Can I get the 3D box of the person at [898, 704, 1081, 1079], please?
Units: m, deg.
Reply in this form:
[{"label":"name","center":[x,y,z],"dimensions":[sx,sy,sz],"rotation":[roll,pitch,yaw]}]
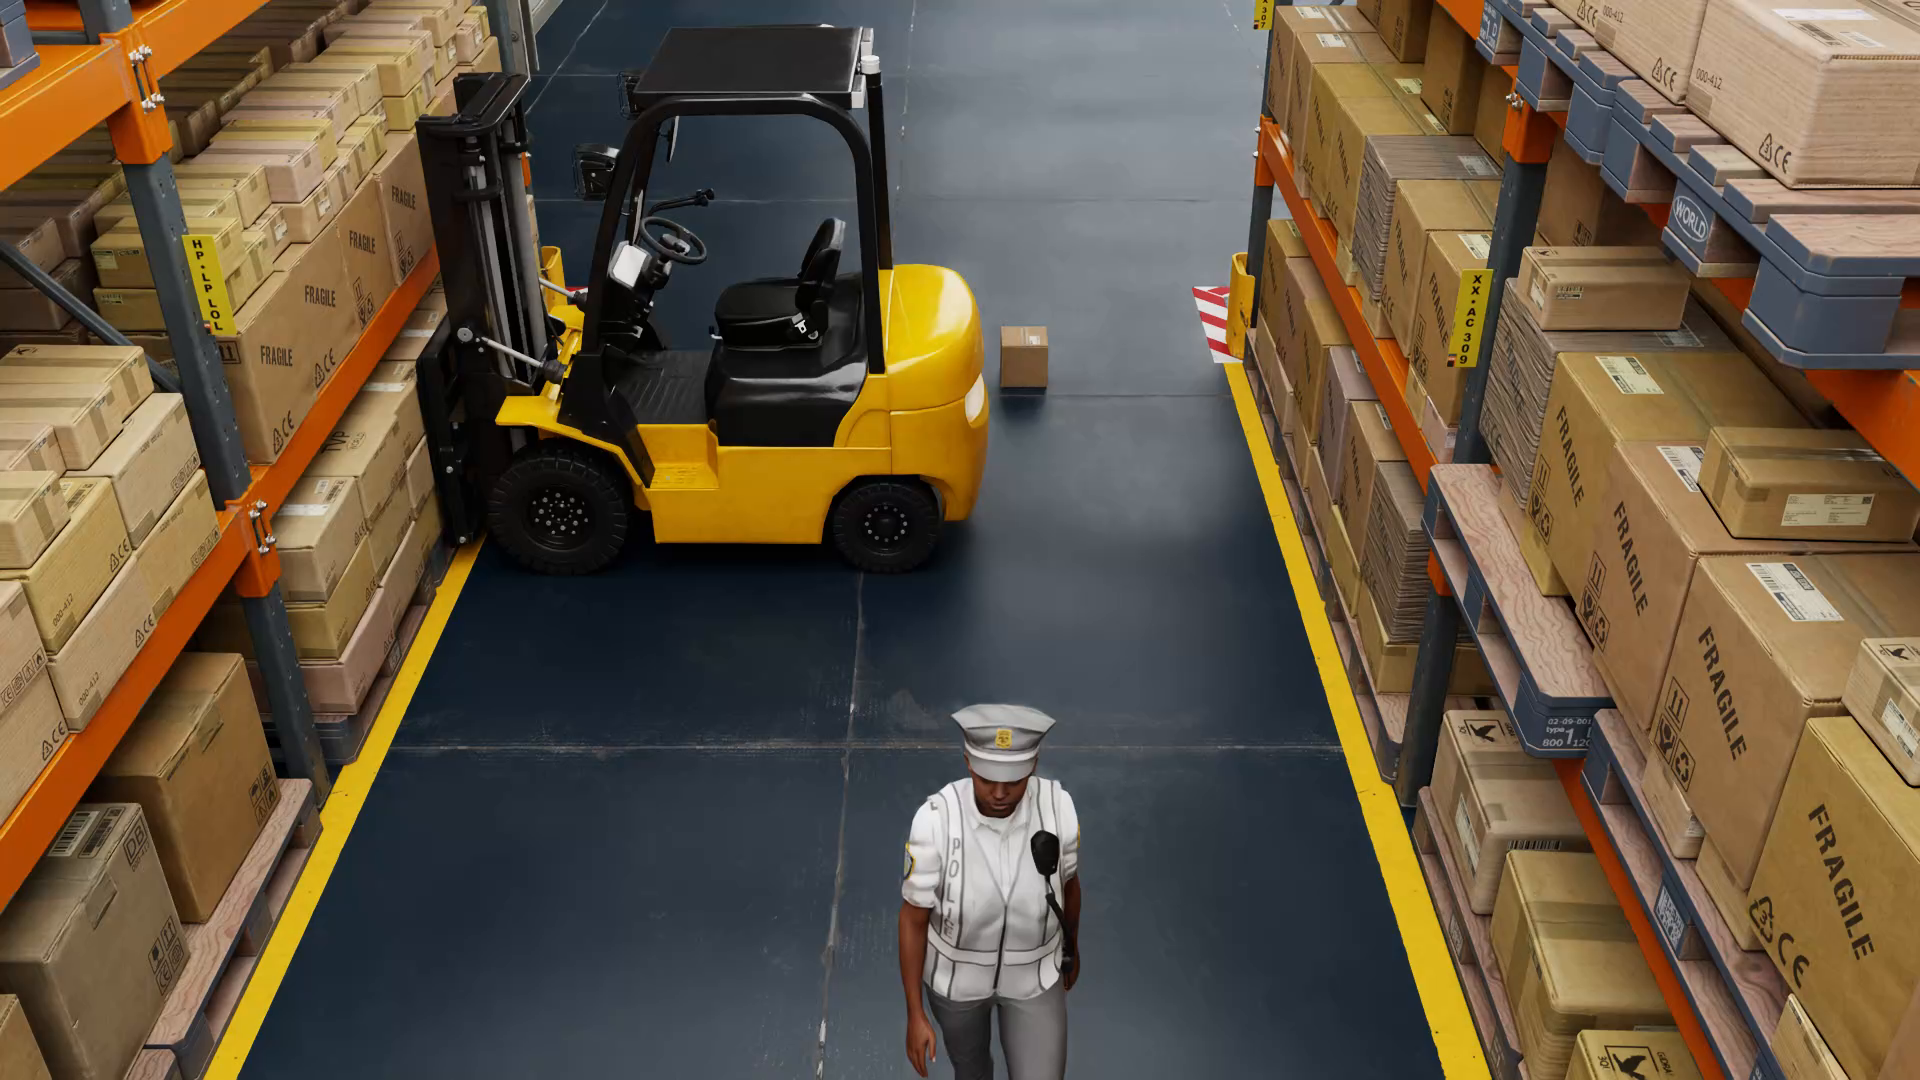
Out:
[{"label":"person","center":[0.090,1.153,4.231],"dimensions":[0.484,1.675,0.862],"rotation":[-2,32,-3]}]
